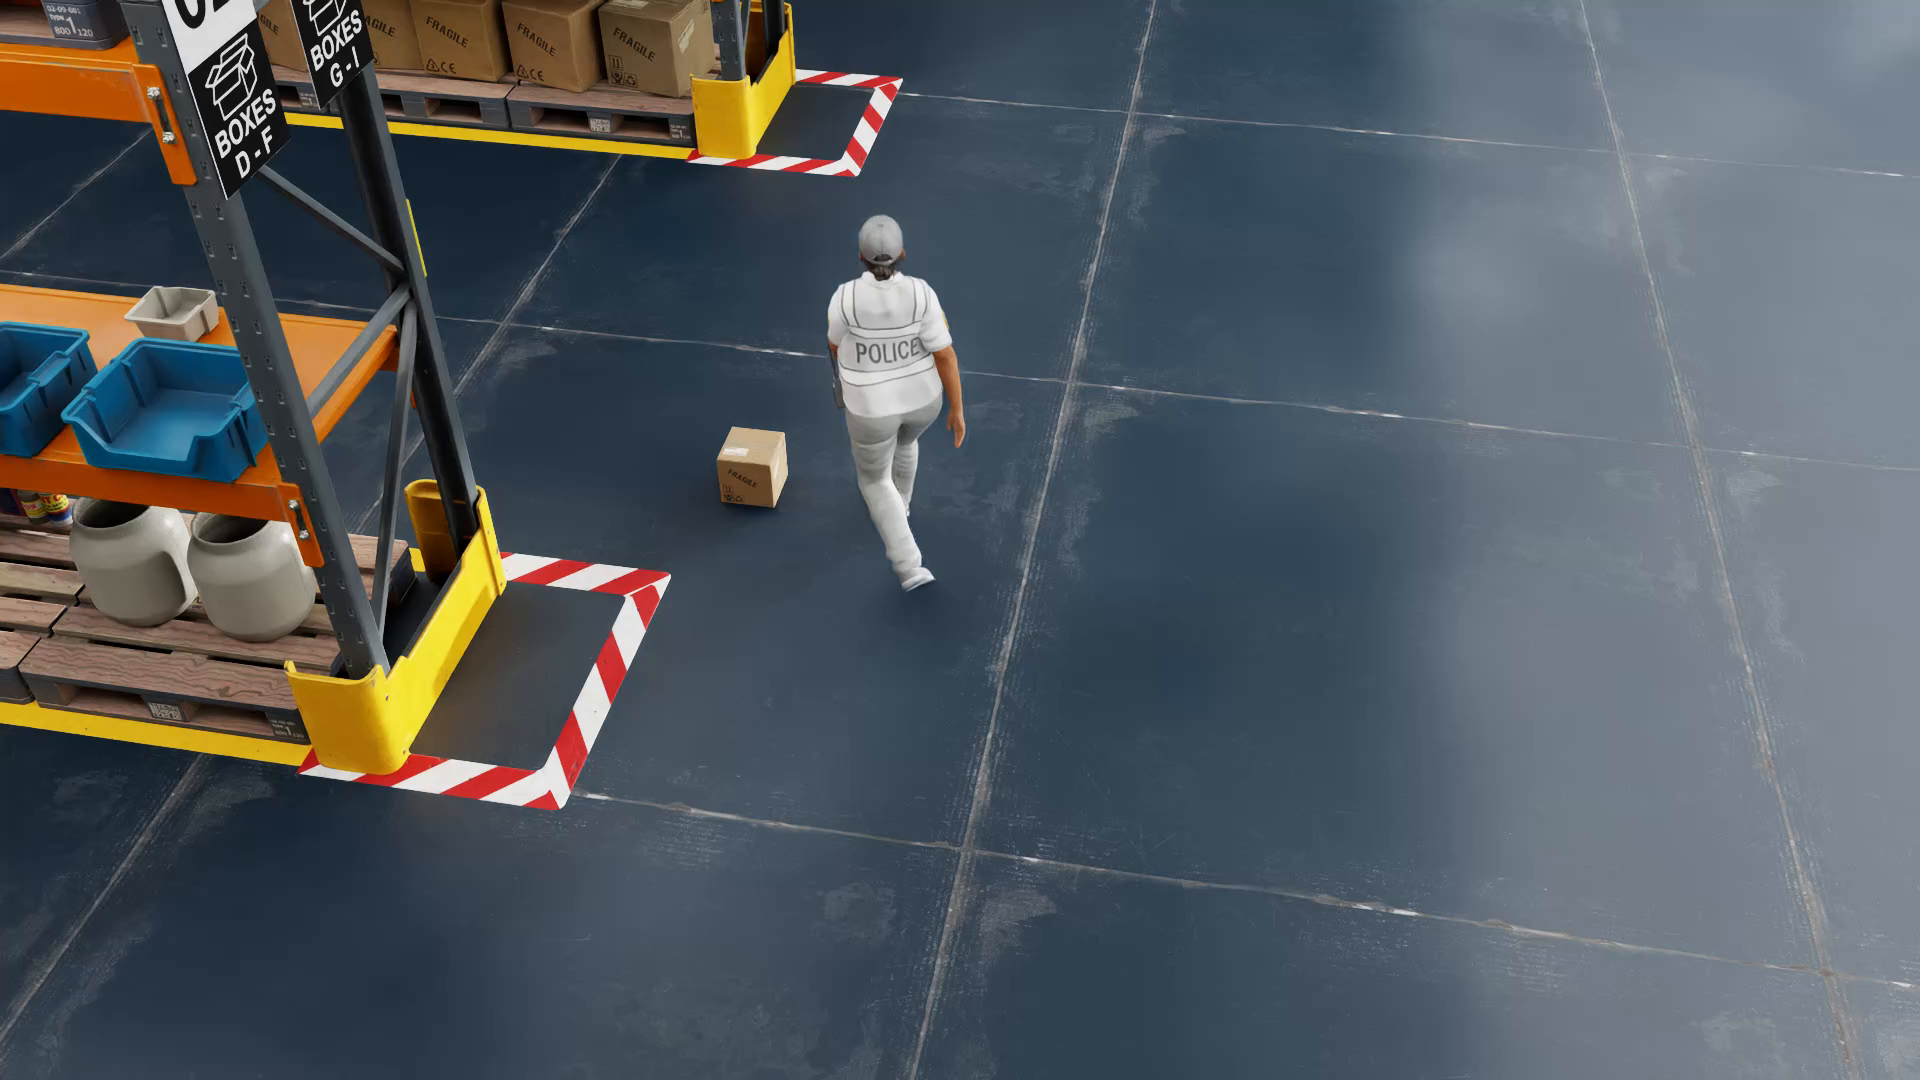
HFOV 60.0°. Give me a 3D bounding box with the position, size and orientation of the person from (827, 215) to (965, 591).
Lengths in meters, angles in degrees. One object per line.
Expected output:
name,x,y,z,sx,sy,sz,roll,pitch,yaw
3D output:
person,-0.270,-0.579,6.833,0.485,1.620,0.922,-13,43,-15
